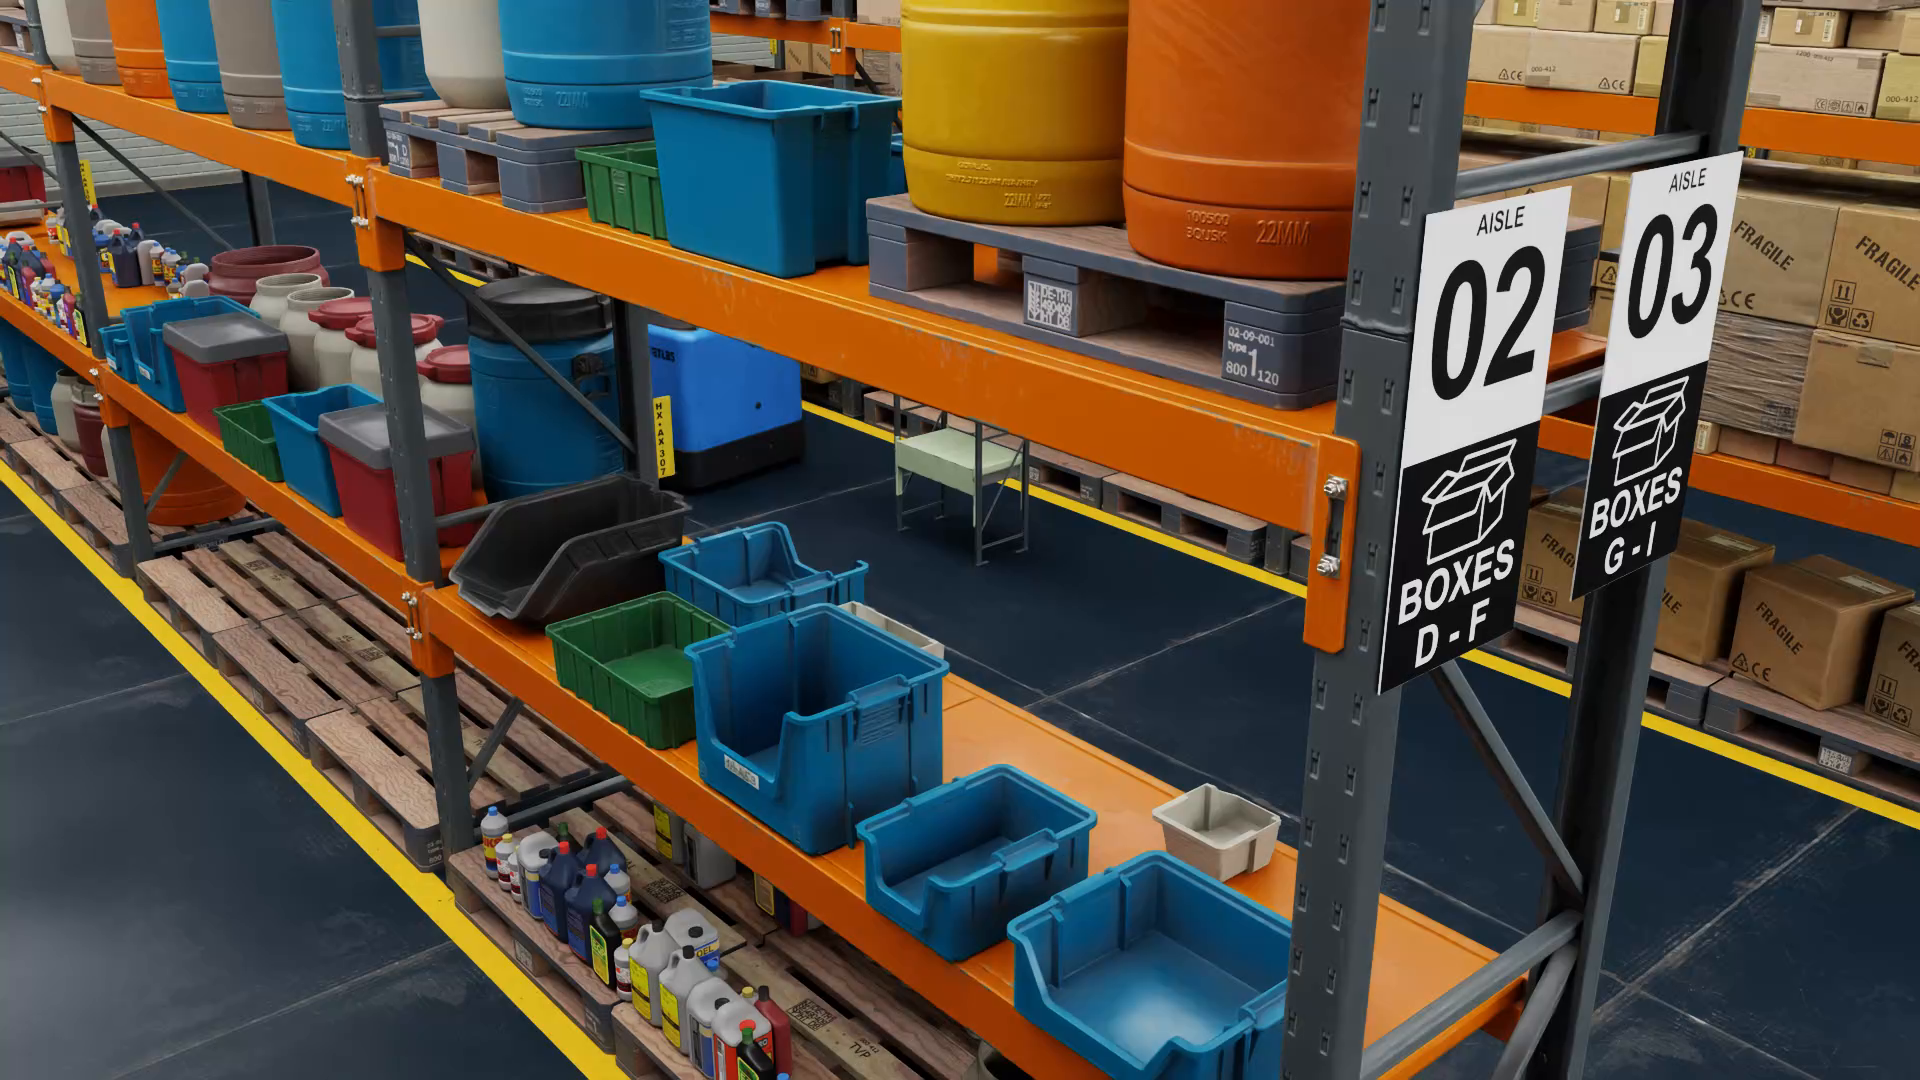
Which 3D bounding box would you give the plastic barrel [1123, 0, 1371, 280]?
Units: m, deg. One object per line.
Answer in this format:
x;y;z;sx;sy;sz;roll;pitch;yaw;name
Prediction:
0.603;-0.935;2.981;0.600;0.830;0.708;-17;27;-37;plastic barrel

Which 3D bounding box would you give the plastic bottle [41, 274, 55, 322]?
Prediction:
-5.259;-1.407;9.640;0.097;0.271;0.097;0;21;0;plastic bottle

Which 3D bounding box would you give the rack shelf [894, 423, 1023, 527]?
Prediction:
0.004;-0.393;9.825;0.431;0.370;0.720;-17;27;-37;rack shelf

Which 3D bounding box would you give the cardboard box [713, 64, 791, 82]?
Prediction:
-1.785;-3.512;13.326;0.797;0.503;0.637;-16;27;-36;cardboard box

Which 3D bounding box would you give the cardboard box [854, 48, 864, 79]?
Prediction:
-1.090;-5.507;19.385;0.500;0.500;0.500;-17;27;-37;cardboard box

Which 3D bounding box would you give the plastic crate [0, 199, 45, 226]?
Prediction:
-7.012;-2.422;12.335;0.396;0.136;0.243;-17;27;-37;plastic crate

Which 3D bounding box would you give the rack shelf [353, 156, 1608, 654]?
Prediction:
-0.289;-0.653;4.412;1.077;0.370;4.000;-17;27;-37;rack shelf

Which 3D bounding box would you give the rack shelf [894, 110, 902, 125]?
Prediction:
-0.547;-4.904;19.378;1.077;0.370;4.000;-17;27;-37;rack shelf

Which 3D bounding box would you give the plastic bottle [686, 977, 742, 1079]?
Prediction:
-0.749;1.507;5.155;0.152;0.276;0.135;-18;28;-39;plastic bottle

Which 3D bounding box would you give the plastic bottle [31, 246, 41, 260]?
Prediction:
-5.756;-1.698;10.383;0.097;0.271;0.097;0;21;0;plastic bottle

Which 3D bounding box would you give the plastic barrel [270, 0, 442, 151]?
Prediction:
-2.091;-1.863;5.827;0.600;0.901;0.708;-17;27;-37;plastic barrel

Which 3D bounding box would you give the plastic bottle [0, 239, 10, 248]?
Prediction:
-6.048;-1.758;10.530;0.152;0.276;0.135;-17;27;-37;plastic bottle

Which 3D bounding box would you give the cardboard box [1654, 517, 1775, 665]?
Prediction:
3.563;0.239;8.112;0.500;0.500;0.500;-14;26;-33;cardboard box

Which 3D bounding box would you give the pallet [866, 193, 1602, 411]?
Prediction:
0.550;-0.600;3.548;1.003;0.211;1.213;-17;27;-37;pallet

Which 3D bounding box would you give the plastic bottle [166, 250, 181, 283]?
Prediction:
-4.838;-1.653;10.268;0.097;0.271;0.097;0;21;0;plastic bottle

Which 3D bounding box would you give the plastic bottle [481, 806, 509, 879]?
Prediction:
-1.719;1.114;6.165;0.097;0.271;0.097;0;21;0;plastic bottle

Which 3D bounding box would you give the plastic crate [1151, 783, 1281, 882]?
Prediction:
0.676;0.760;4.292;0.298;0.136;0.250;-17;27;-37;plastic crate

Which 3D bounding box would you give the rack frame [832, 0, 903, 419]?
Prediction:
-0.454;-2.428;12.071;1.000;3.000;0.127;-17;27;-37;rack frame

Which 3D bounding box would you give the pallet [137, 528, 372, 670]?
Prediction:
-3.730;0.272;8.999;1.003;0.211;1.213;-17;27;-37;pallet

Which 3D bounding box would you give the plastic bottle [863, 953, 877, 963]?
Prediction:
-0.285;1.334;5.698;0.097;0.201;0.097;0;21;0;plastic bottle

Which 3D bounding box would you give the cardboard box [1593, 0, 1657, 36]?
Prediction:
3.016;-2.321;7.343;0.380;0.149;0.250;-18;28;-38;cardboard box

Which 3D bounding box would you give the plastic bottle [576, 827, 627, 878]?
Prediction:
-1.273;1.172;5.908;0.144;0.351;0.185;-17;27;-37;plastic bottle

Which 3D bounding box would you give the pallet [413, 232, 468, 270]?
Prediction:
-5.094;-3.138;17.706;1.003;0.211;1.213;-17;27;-37;pallet

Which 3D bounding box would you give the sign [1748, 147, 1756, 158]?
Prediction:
5.576;-2.846;11.659;0.100;0.325;0.005;-17;27;-37;sign

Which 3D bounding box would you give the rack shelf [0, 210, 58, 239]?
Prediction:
-8.122;-2.572;13.424;1.077;0.370;4.000;-17;27;-37;rack shelf

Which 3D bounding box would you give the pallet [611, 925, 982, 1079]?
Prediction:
-0.388;1.687;5.388;1.003;0.211;1.213;-17;27;-37;pallet

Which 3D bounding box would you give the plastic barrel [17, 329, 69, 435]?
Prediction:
-6.012;-1.223;11.295;0.600;0.901;0.708;-17;27;-37;plastic barrel

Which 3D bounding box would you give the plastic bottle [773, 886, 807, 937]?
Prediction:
-0.597;1.239;5.830;0.061;0.283;0.133;-17;27;-37;plastic bottle

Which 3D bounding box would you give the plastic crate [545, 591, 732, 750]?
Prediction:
-0.923;0.397;5.149;0.450;0.188;0.662;-17;27;-37;plastic crate

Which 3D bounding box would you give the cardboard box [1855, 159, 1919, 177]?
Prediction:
6.643;-2.814;11.370;0.875;0.550;0.550;-17;27;-37;cardboard box

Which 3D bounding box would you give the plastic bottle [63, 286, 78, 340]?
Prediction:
-4.944;-1.269;9.271;0.061;0.283;0.133;-17;27;-37;plastic bottle

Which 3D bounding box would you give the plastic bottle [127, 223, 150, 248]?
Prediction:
-5.250;-1.851;10.665;0.144;0.351;0.185;-17;27;-37;plastic bottle

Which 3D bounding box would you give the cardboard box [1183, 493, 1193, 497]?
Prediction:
1.773;-0.539;10.071;0.500;0.500;0.700;20;29;41;cardboard box

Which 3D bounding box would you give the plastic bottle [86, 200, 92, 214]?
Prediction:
-5.969;-2.155;11.442;0.144;0.351;0.185;-17;27;-37;plastic bottle

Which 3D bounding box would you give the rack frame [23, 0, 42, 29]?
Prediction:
-4.206;-4.043;7.967;1.000;3.000;0.127;-17;27;-37;rack frame

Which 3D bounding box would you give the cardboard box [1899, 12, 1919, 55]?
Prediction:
3.826;-1.946;6.386;0.380;0.149;0.250;-17;27;-37;cardboard box

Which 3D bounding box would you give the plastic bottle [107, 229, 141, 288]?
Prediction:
-5.277;-1.778;10.477;0.144;0.351;0.185;-17;27;-37;plastic bottle

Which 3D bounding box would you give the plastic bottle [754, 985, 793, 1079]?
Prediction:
-0.578;1.516;5.121;0.061;0.283;0.133;-17;27;-37;plastic bottle

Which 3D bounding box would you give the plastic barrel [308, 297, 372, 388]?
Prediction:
-2.815;-0.846;7.845;0.433;0.535;0.433;0;21;0;plastic barrel

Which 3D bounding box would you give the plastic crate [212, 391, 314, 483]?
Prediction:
-2.946;-0.459;7.335;0.450;0.188;0.662;-17;27;-37;plastic crate

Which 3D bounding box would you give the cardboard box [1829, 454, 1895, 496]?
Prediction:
3.910;-0.330;7.057;0.380;0.149;0.250;-17;27;-37;cardboard box

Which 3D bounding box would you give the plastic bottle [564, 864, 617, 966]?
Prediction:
-1.259;1.258;5.687;0.144;0.351;0.185;-19;28;-40;plastic bottle

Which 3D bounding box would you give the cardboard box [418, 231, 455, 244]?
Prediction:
-5.197;-3.687;17.622;0.875;0.875;0.875;-17;27;-37;cardboard box

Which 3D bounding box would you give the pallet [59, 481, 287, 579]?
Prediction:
-4.752;-0.159;10.100;1.003;0.211;1.213;-17;27;-37;pallet

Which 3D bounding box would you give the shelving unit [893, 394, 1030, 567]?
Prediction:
0.004;-0.697;9.706;0.431;1.500;0.755;-17;27;-37;shelving unit

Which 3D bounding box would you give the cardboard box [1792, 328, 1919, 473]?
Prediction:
4.013;-0.671;7.040;0.875;0.500;0.500;-17;27;-37;cardboard box

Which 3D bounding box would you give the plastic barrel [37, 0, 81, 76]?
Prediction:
-4.235;-2.539;8.088;0.421;0.512;0.421;0;21;0;plastic barrel

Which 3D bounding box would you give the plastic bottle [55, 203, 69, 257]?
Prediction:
-6.078;-2.121;11.354;0.144;0.351;0.185;-17;27;-37;plastic bottle

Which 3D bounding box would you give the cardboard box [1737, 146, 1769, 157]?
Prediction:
5.652;-3.124;12.339;0.700;0.500;0.500;-18;28;-38;cardboard box

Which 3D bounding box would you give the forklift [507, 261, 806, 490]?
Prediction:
-2.494;-2.120;11.378;3.031;2.935;1.130;18;27;38;forklift

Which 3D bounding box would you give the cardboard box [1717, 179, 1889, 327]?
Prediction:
3.567;-1.237;7.114;0.500;0.500;0.500;-17;27;-37;cardboard box

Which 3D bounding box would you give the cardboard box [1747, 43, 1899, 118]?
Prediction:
3.605;-1.899;6.811;0.500;0.250;0.500;-17;27;-36;cardboard box

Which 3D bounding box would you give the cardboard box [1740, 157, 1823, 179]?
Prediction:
3.636;-1.500;7.784;0.500;0.500;0.500;-17;27;-37;cardboard box

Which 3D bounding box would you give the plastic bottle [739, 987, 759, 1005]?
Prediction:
-0.667;1.507;5.258;0.097;0.201;0.097;0;21;0;plastic bottle
